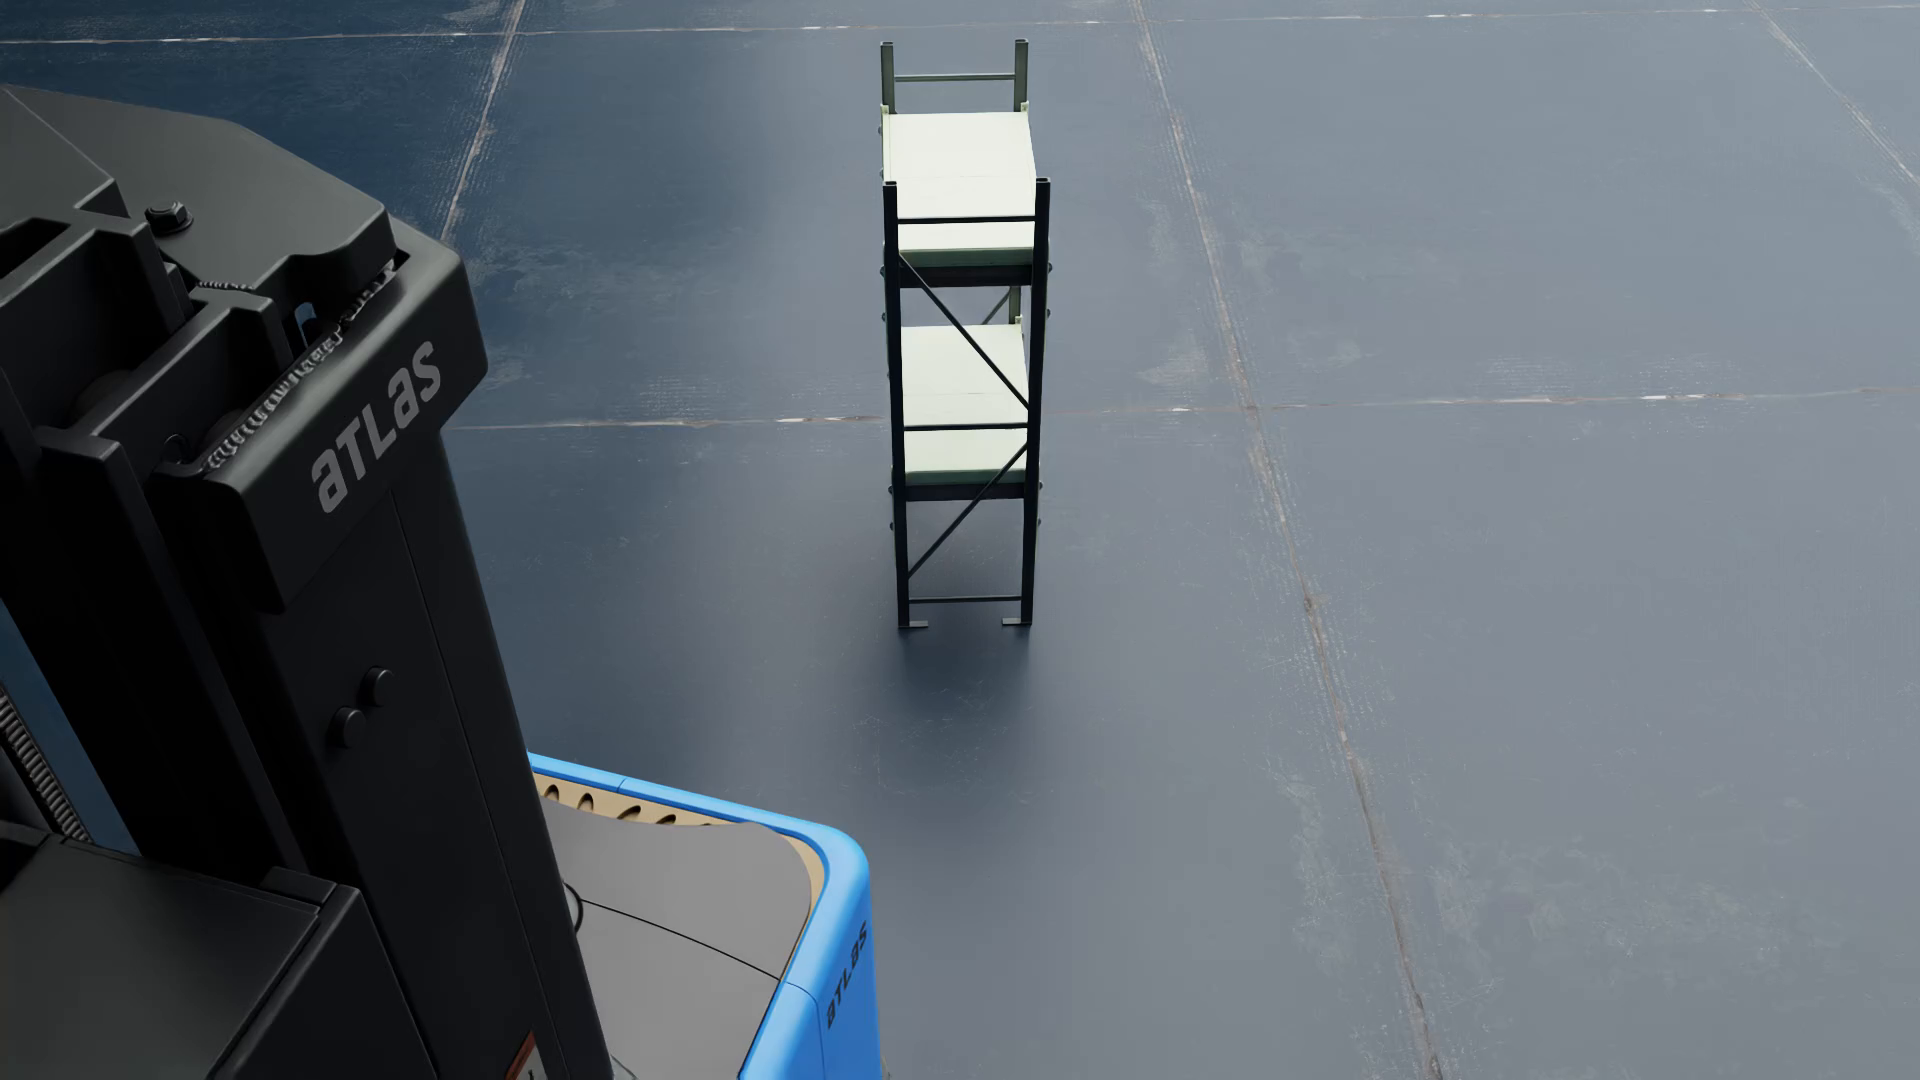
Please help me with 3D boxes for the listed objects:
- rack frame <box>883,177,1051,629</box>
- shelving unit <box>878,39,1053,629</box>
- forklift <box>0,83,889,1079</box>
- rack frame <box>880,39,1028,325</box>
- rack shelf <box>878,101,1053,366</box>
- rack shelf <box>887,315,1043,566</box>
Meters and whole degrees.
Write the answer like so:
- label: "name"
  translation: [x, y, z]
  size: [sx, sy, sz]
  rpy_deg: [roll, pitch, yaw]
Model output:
- label: "rack frame"
  translation: [0.016, -0.301, 4.469]
  size: [0.400, 1.500, 0.023]
  rpy_deg: [-2, 43, -2]
- label: "shelving unit"
  translation: [0.000, -0.548, 4.738]
  size: [0.431, 1.500, 0.755]
  rpy_deg: [-2, 43, -2]
- label: "forklift"
  translation: [-1.066, 1.117, 1.862]
  size: [1.130, 2.935, 3.031]
  rpy_deg: [12, 44, 12]
- label: "rack frame"
  translation: [-0.015, -0.795, 5.008]
  size: [0.400, 1.500, 0.023]
  rpy_deg: [-2, 43, -2]
- label: "rack shelf"
  translation: [0.000, -0.836, 4.475]
  size: [0.431, 0.370, 0.720]
  rpy_deg: [-2, 43, -2]
- label: "rack shelf"
  translation: [0.000, -0.308, 4.959]
  size: [0.431, 0.370, 0.720]
  rpy_deg: [-2, 43, -2]
